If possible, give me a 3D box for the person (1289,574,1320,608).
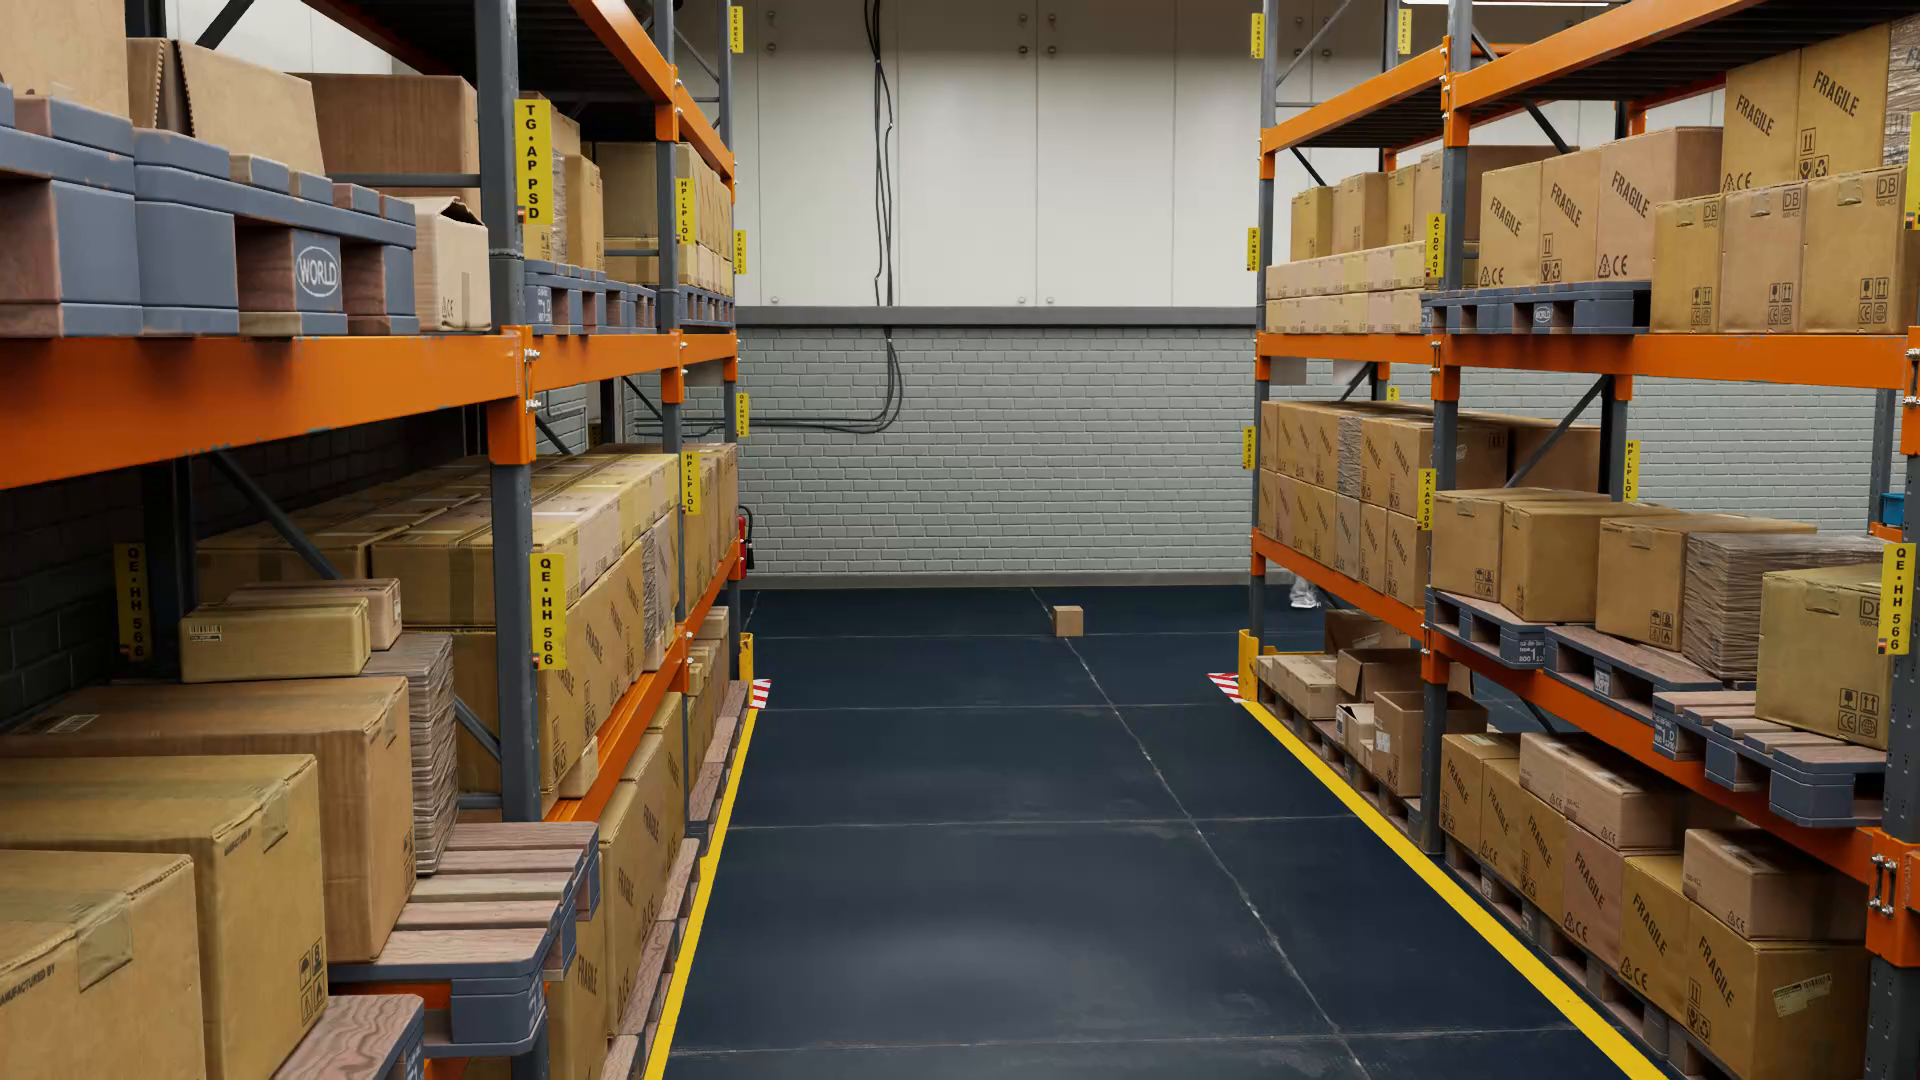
[{"bbox_3d":[3.577,-0.083,16.922,0.490,1.631,0.458,-3,8,-19],"label":"person"}]
